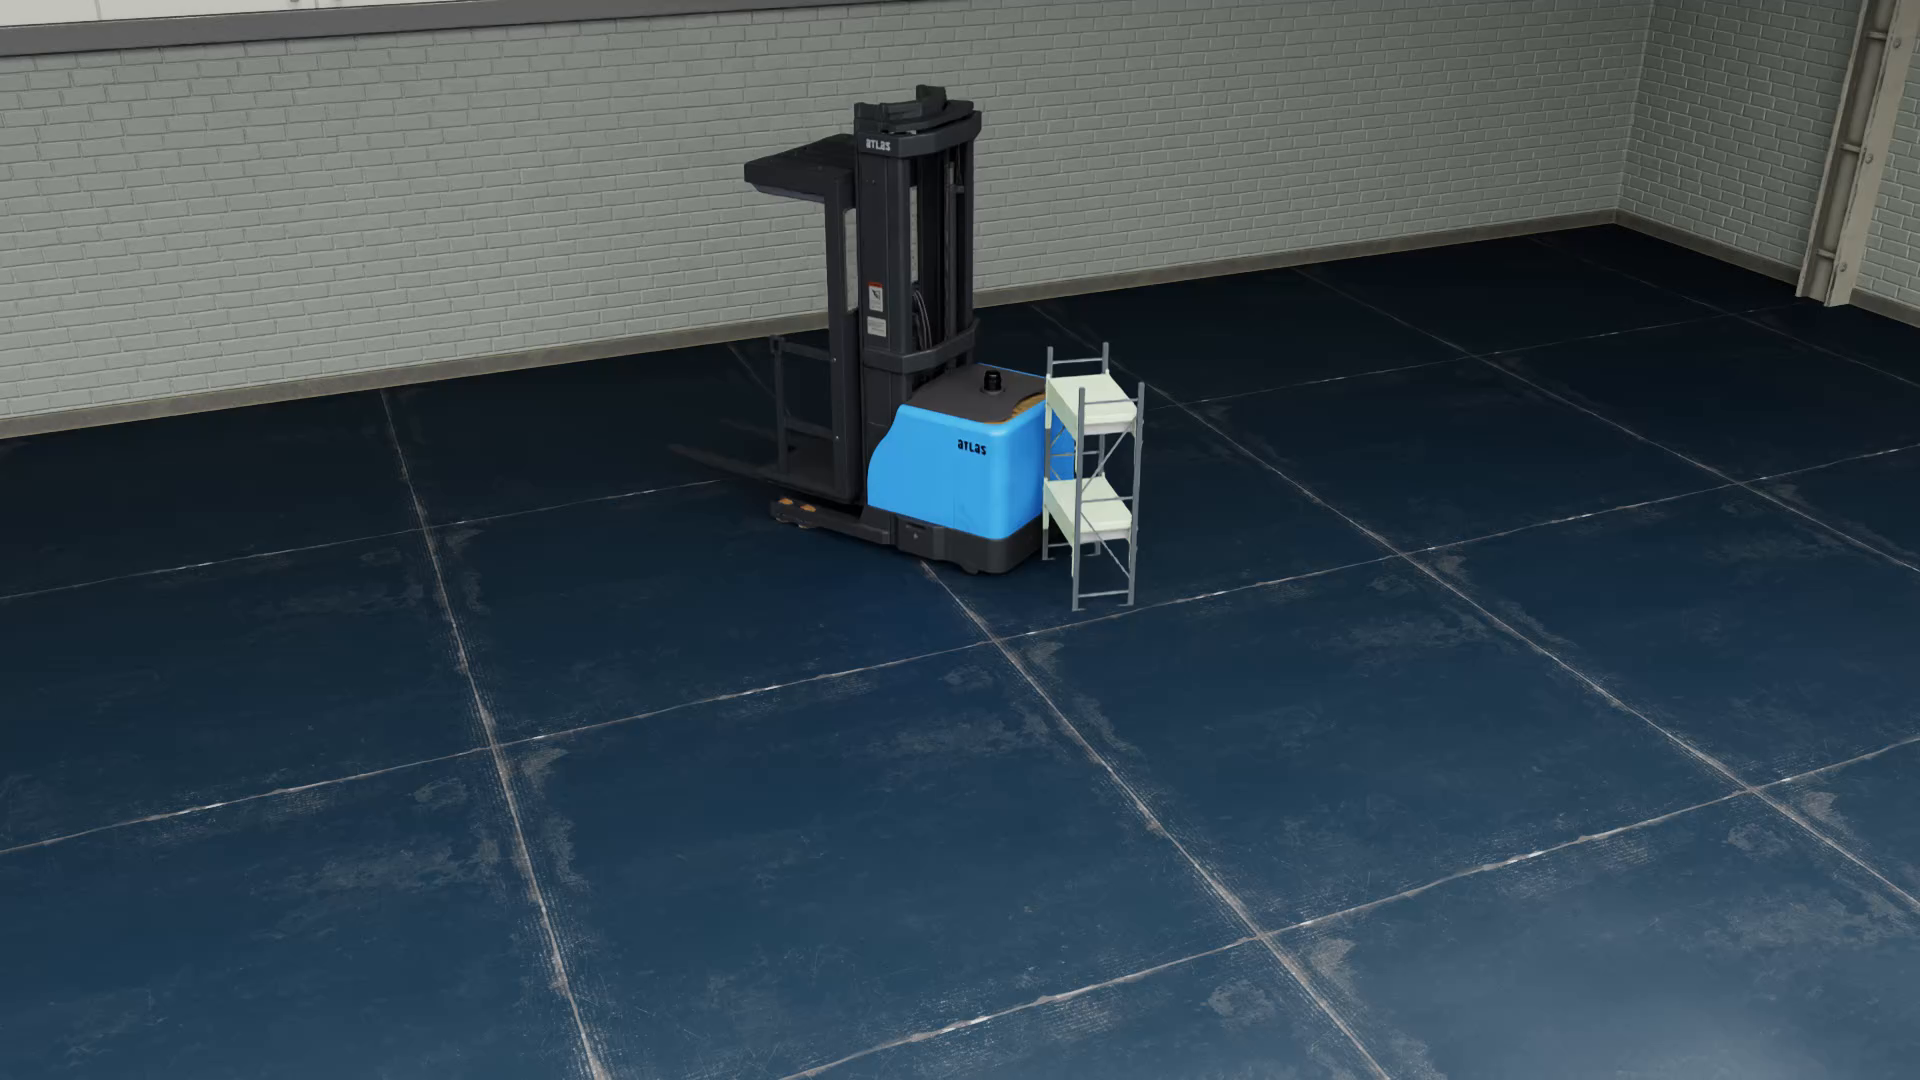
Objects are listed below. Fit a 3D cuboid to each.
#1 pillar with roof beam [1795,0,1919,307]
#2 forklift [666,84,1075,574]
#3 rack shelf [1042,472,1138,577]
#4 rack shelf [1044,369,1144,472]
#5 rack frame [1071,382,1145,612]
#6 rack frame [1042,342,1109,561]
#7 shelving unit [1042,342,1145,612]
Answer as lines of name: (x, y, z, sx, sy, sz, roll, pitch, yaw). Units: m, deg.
pillar with roof beam: (4.443, -5.650, 12.711, 9.100, 9.000, 0.400, -11, 28, -21)
forklift: (-0.725, -1.570, 11.270, 3.031, 2.935, 1.130, 16, 30, 29)
rack shelf: (0.823, -0.107, 10.649, 0.431, 0.370, 0.720, -5, 27, -11)
rack shelf: (0.823, -0.750, 10.334, 0.431, 0.370, 0.720, -5, 27, -11)
rack frame: (0.901, -0.243, 10.184, 0.400, 1.500, 0.023, -5, 27, -11)
rack frame: (0.746, -0.557, 10.827, 0.400, 1.500, 0.023, -5, 27, -11)
shelving unit: (0.823, -0.400, 10.506, 0.431, 1.500, 0.755, -5, 27, -11)
